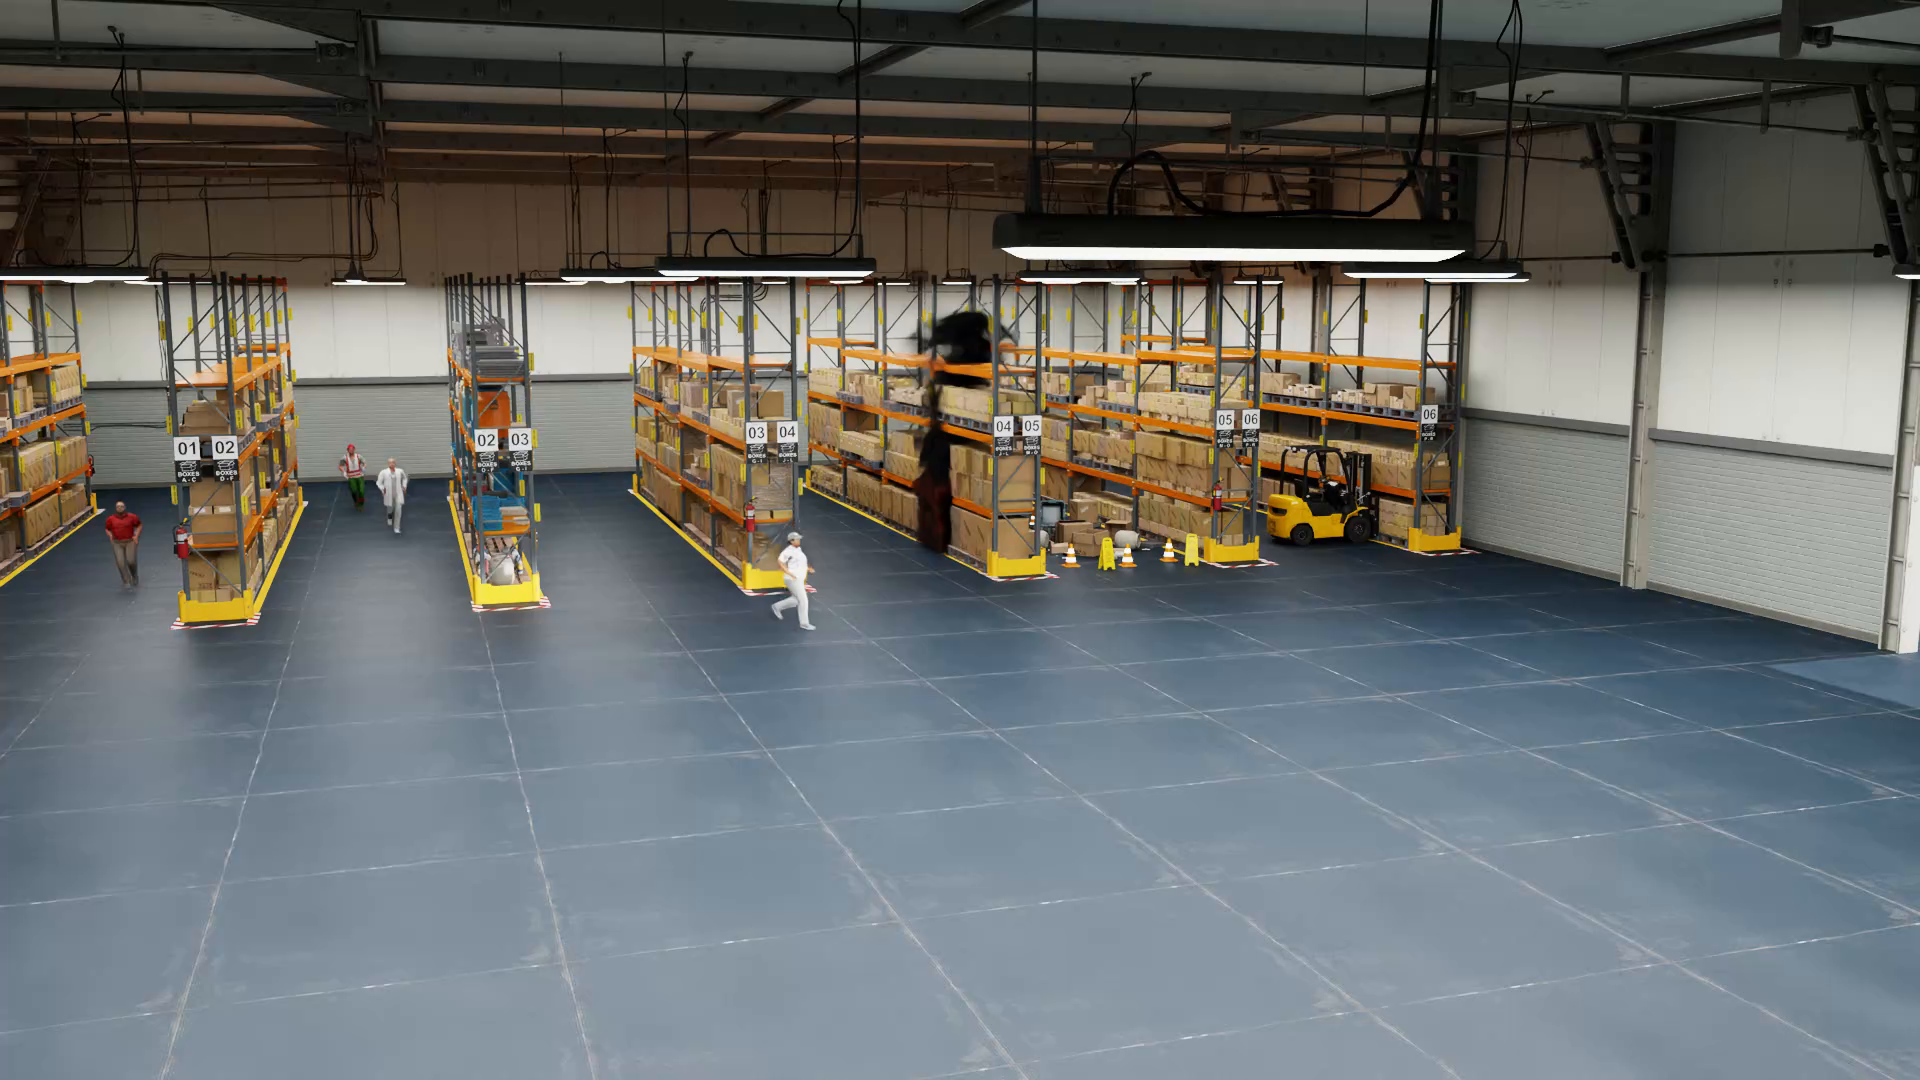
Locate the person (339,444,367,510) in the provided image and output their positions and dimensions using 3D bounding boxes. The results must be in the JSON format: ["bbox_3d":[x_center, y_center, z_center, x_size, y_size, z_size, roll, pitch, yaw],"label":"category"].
[{"bbox_3d":[-15.677,-1.616,43.038,0.674,1.732,0.619,-5,10,-29],"label":"person"}]

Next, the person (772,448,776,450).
[{"bbox_3d":[-5.663,-2.402,48.163,0.746,1.742,0.941,3,9,20],"label":"person"}]

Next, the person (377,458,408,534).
[{"bbox_3d":[-13.391,-1.058,39.313,0.720,1.753,0.878,-4,10,-26],"label":"person"}]

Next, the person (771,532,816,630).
[{"bbox_3d":[-2.841,0.688,28.192,0.830,1.665,0.607,2,9,12],"label":"person"}]

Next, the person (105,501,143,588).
[{"bbox_3d":[-15.991,0.098,31.813,0.638,1.681,0.586,-3,9,-20],"label":"person"}]
